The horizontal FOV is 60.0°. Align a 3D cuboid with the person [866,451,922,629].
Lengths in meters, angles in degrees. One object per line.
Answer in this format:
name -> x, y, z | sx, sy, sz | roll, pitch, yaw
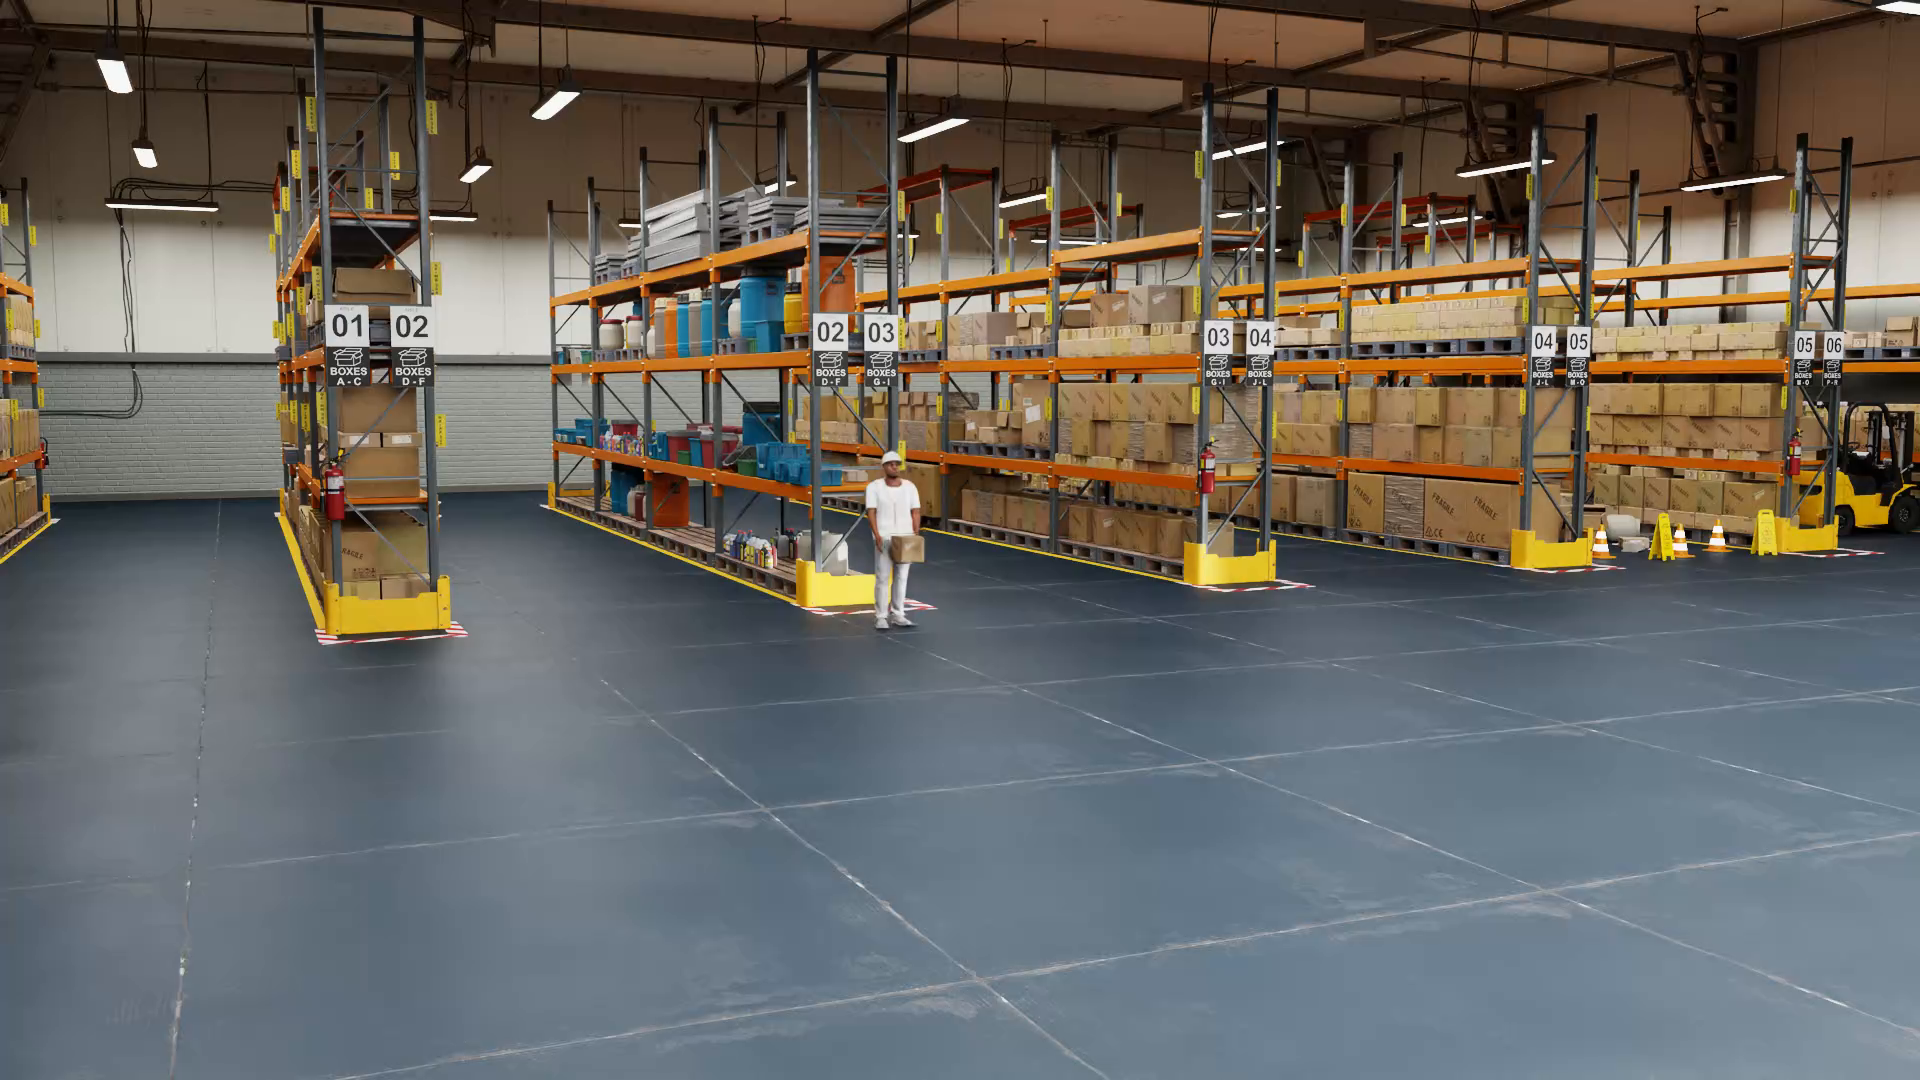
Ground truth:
person -> -0.647, -0.004, 16.669 | 0.560, 1.767, 0.493 | -2, 6, -16
